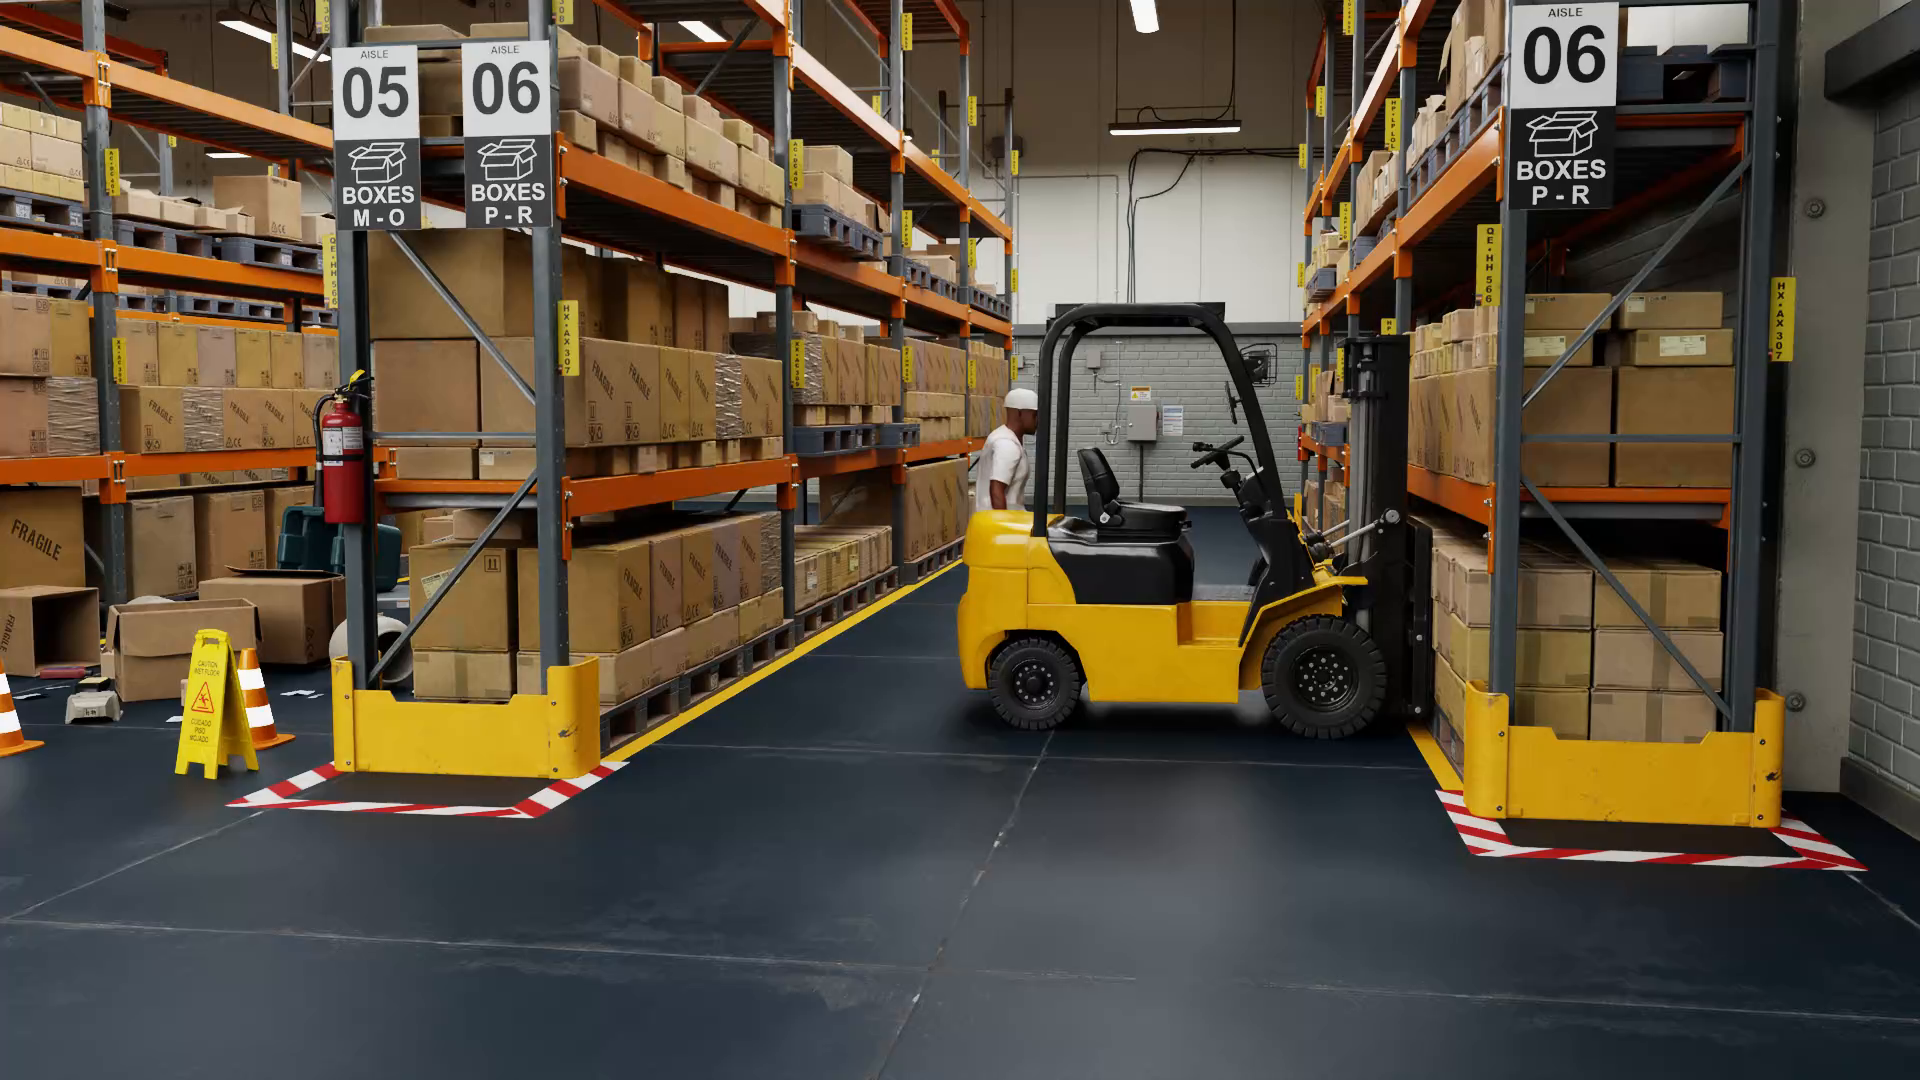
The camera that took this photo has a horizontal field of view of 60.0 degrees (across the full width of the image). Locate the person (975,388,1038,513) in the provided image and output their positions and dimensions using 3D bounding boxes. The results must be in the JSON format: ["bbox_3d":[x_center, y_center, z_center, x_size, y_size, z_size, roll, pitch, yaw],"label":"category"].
[{"bbox_3d":[0.326,-0.076,10.531,0.461,1.756,0.626,1,4,8],"label":"person"}]
